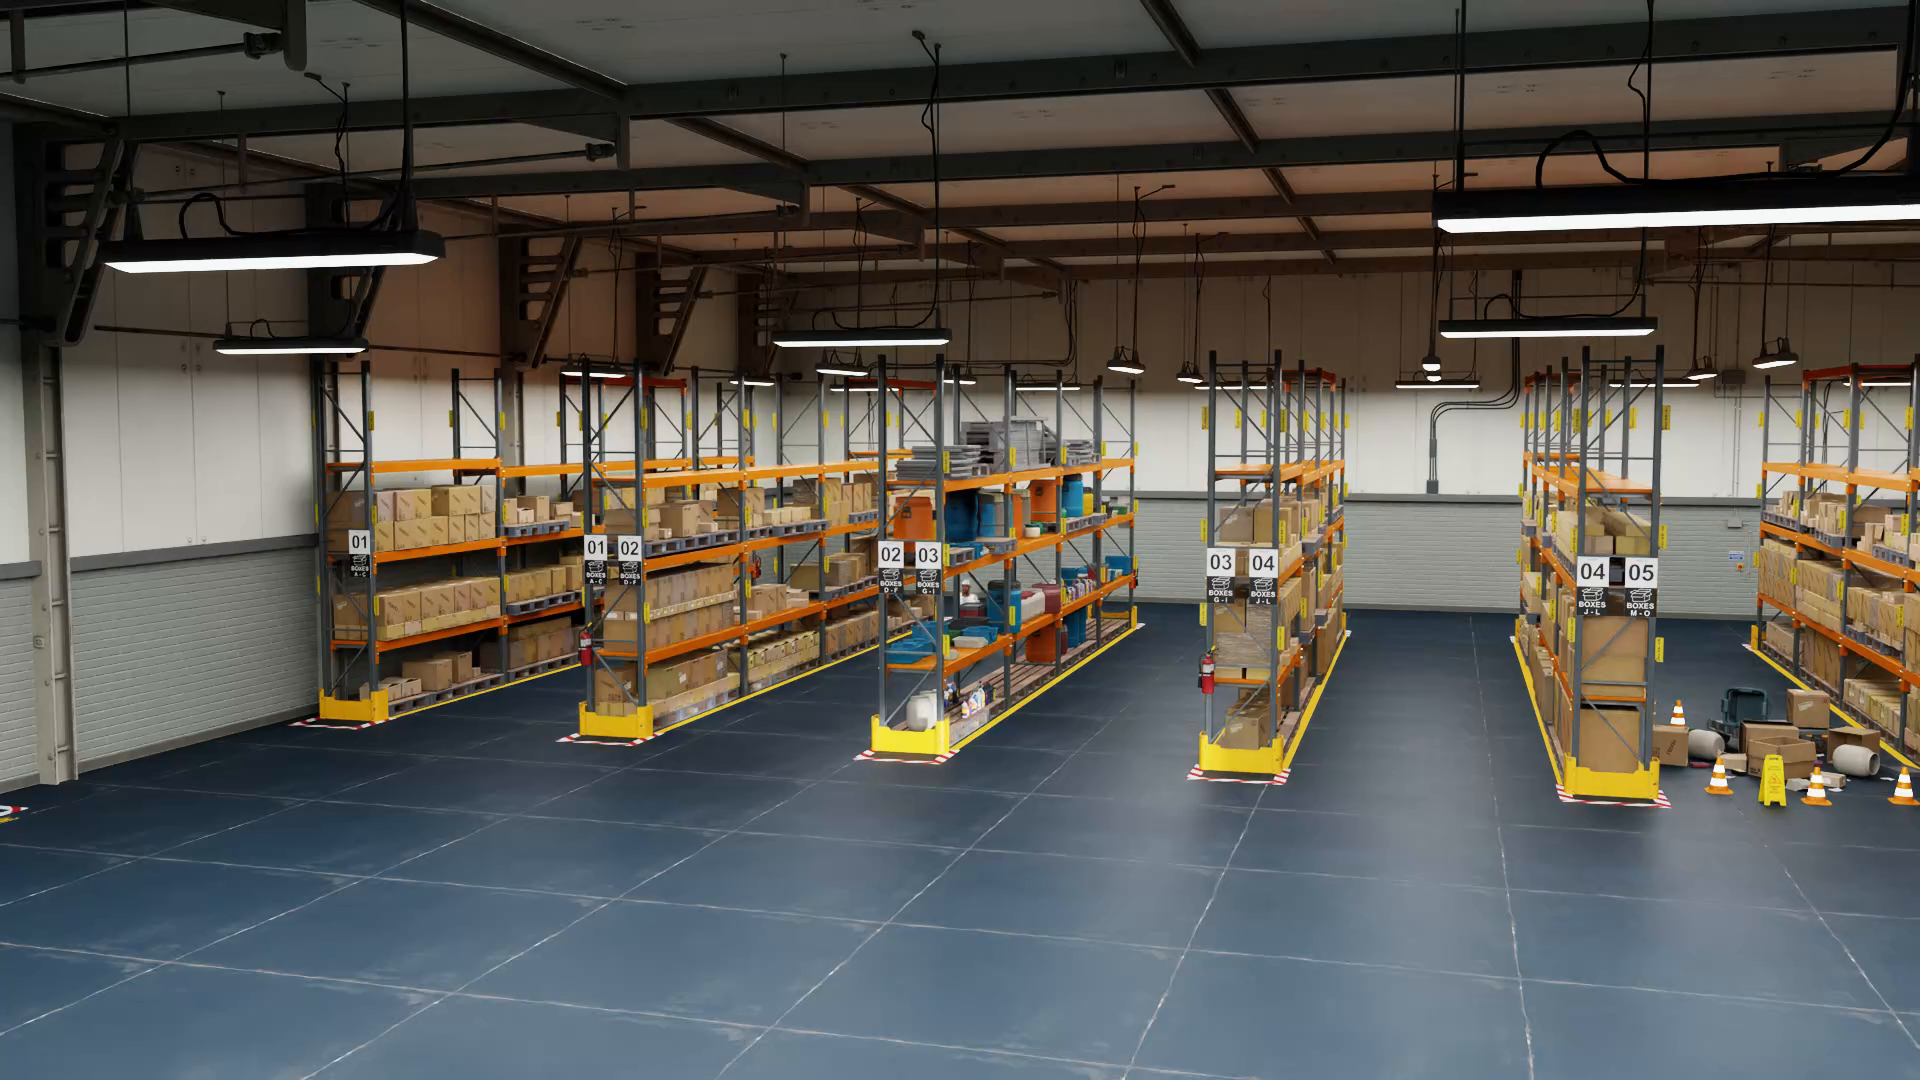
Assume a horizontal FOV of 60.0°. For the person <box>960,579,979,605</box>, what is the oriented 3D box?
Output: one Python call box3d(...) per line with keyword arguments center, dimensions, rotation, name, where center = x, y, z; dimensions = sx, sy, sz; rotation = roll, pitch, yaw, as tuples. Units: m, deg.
box3d(center=(0.094, 1.674, 34.005), dimensions=(0.656, 1.718, 1.050), rotation=(2, 5, 26), name="person")
